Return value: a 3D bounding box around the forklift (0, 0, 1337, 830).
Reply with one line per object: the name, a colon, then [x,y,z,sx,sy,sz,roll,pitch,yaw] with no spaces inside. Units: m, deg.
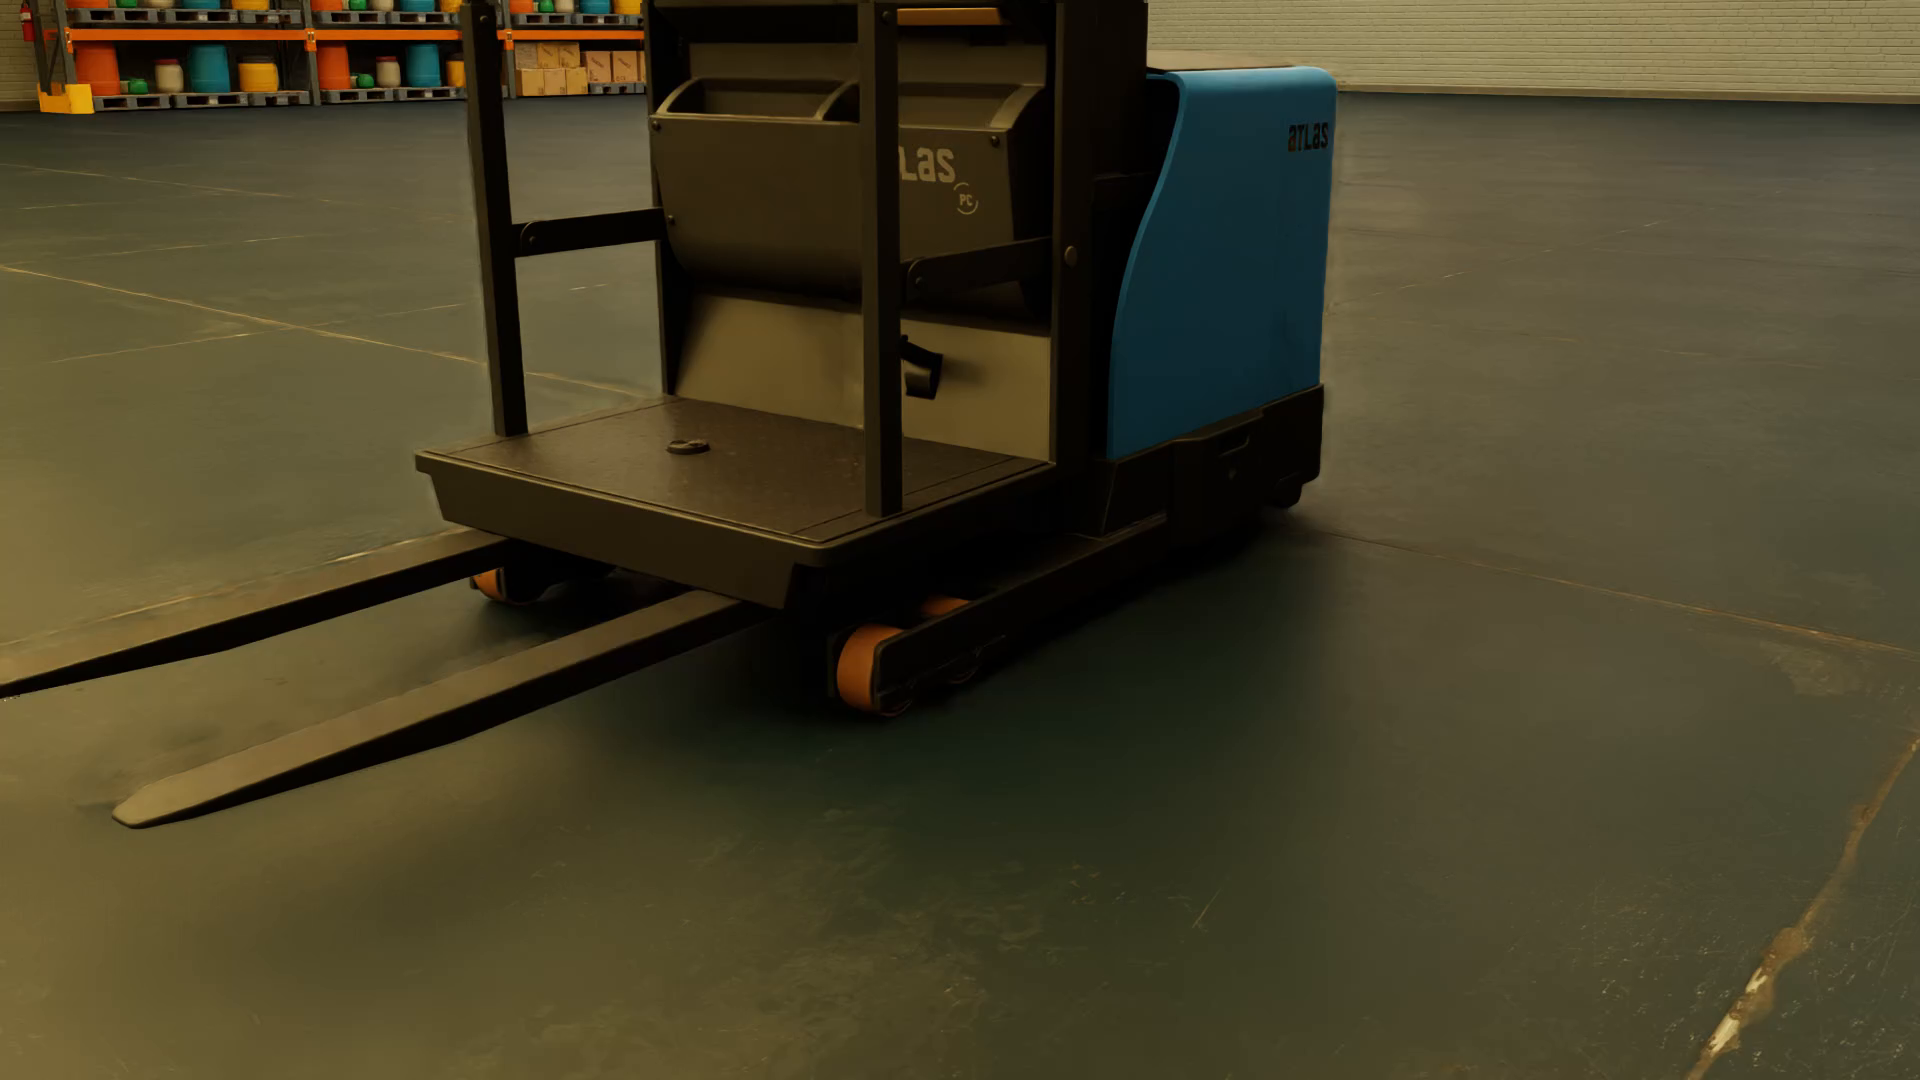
forklift: [-0.368,-1.251,3.016,1.130,2.935,3.031,12,21,35]
